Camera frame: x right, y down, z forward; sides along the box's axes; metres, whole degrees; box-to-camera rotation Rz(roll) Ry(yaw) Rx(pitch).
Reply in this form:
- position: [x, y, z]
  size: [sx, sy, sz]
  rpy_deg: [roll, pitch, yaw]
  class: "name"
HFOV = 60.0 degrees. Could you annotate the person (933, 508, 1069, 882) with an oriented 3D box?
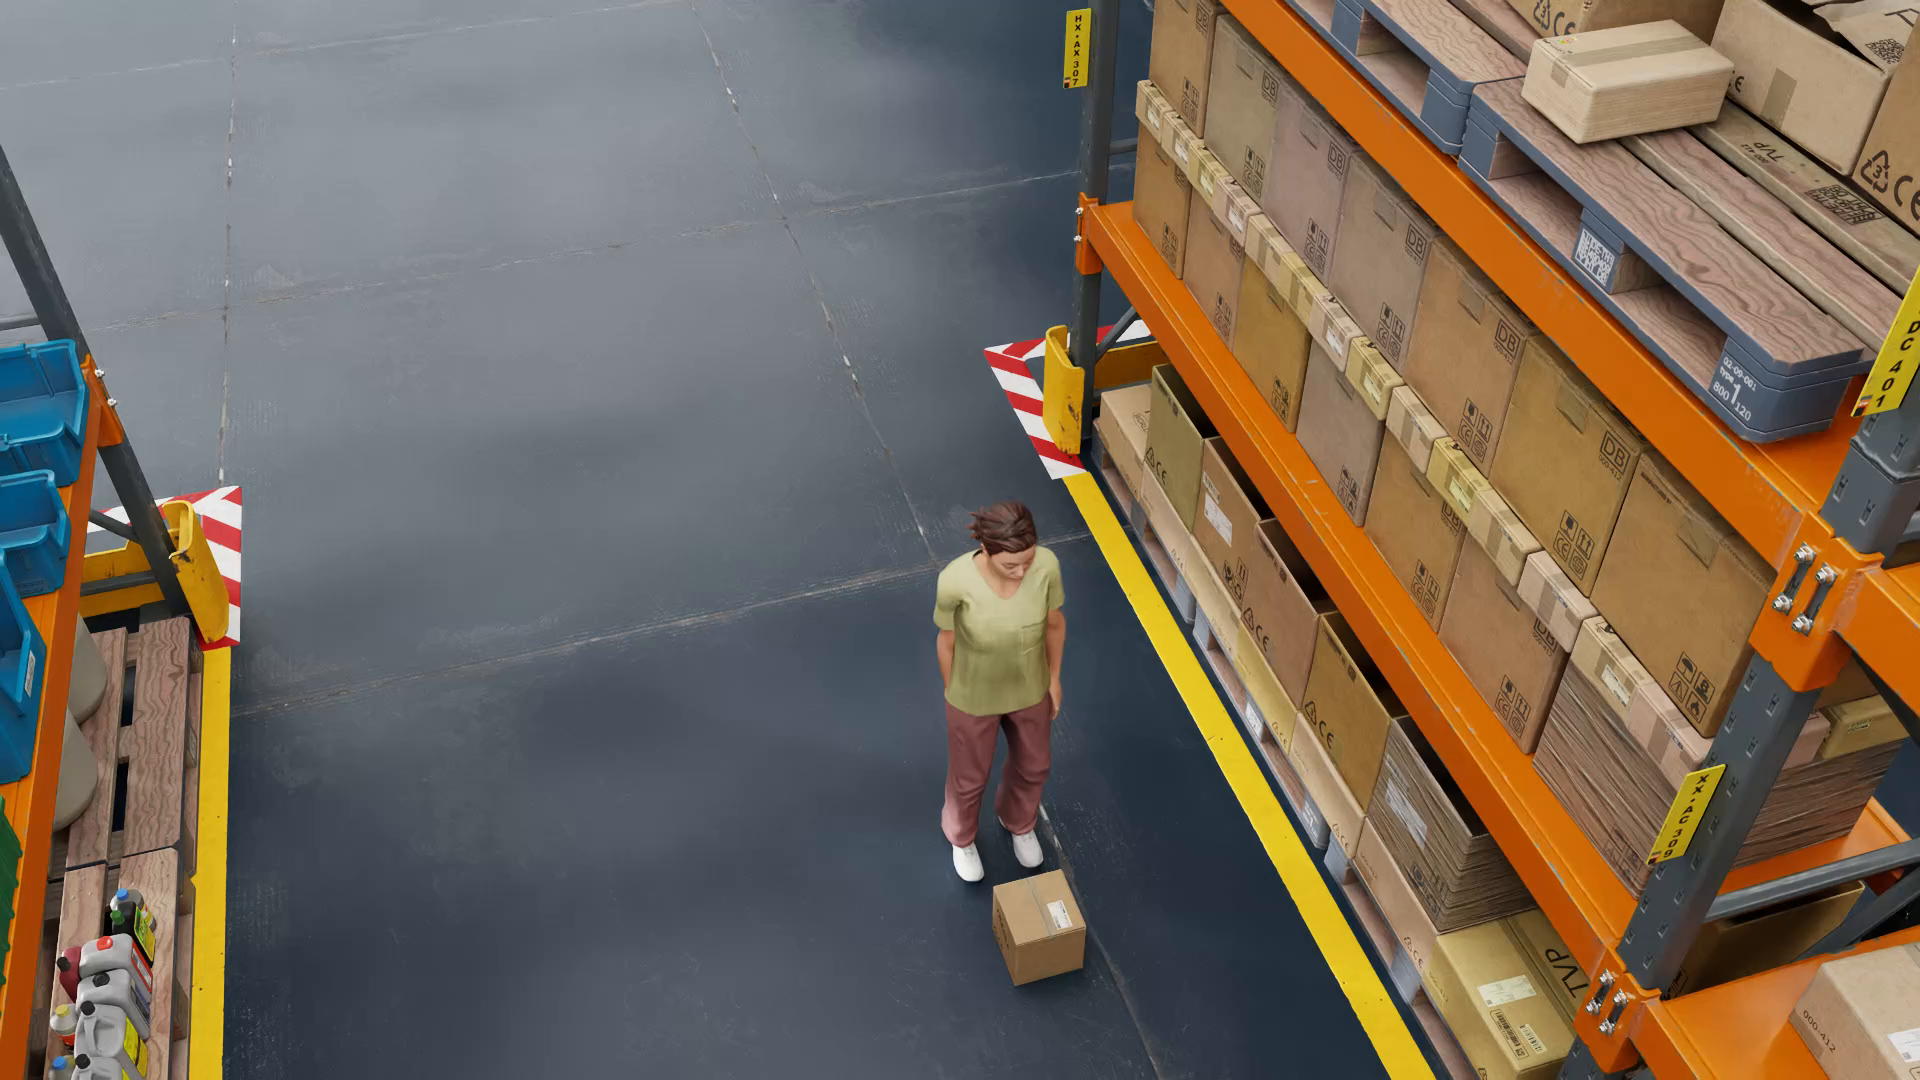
- position: [0.145, 0.509, 5.624]
  size: [0.457, 1.657, 0.344]
  rpy_deg: [-11, 44, -12]
  class: "person"
